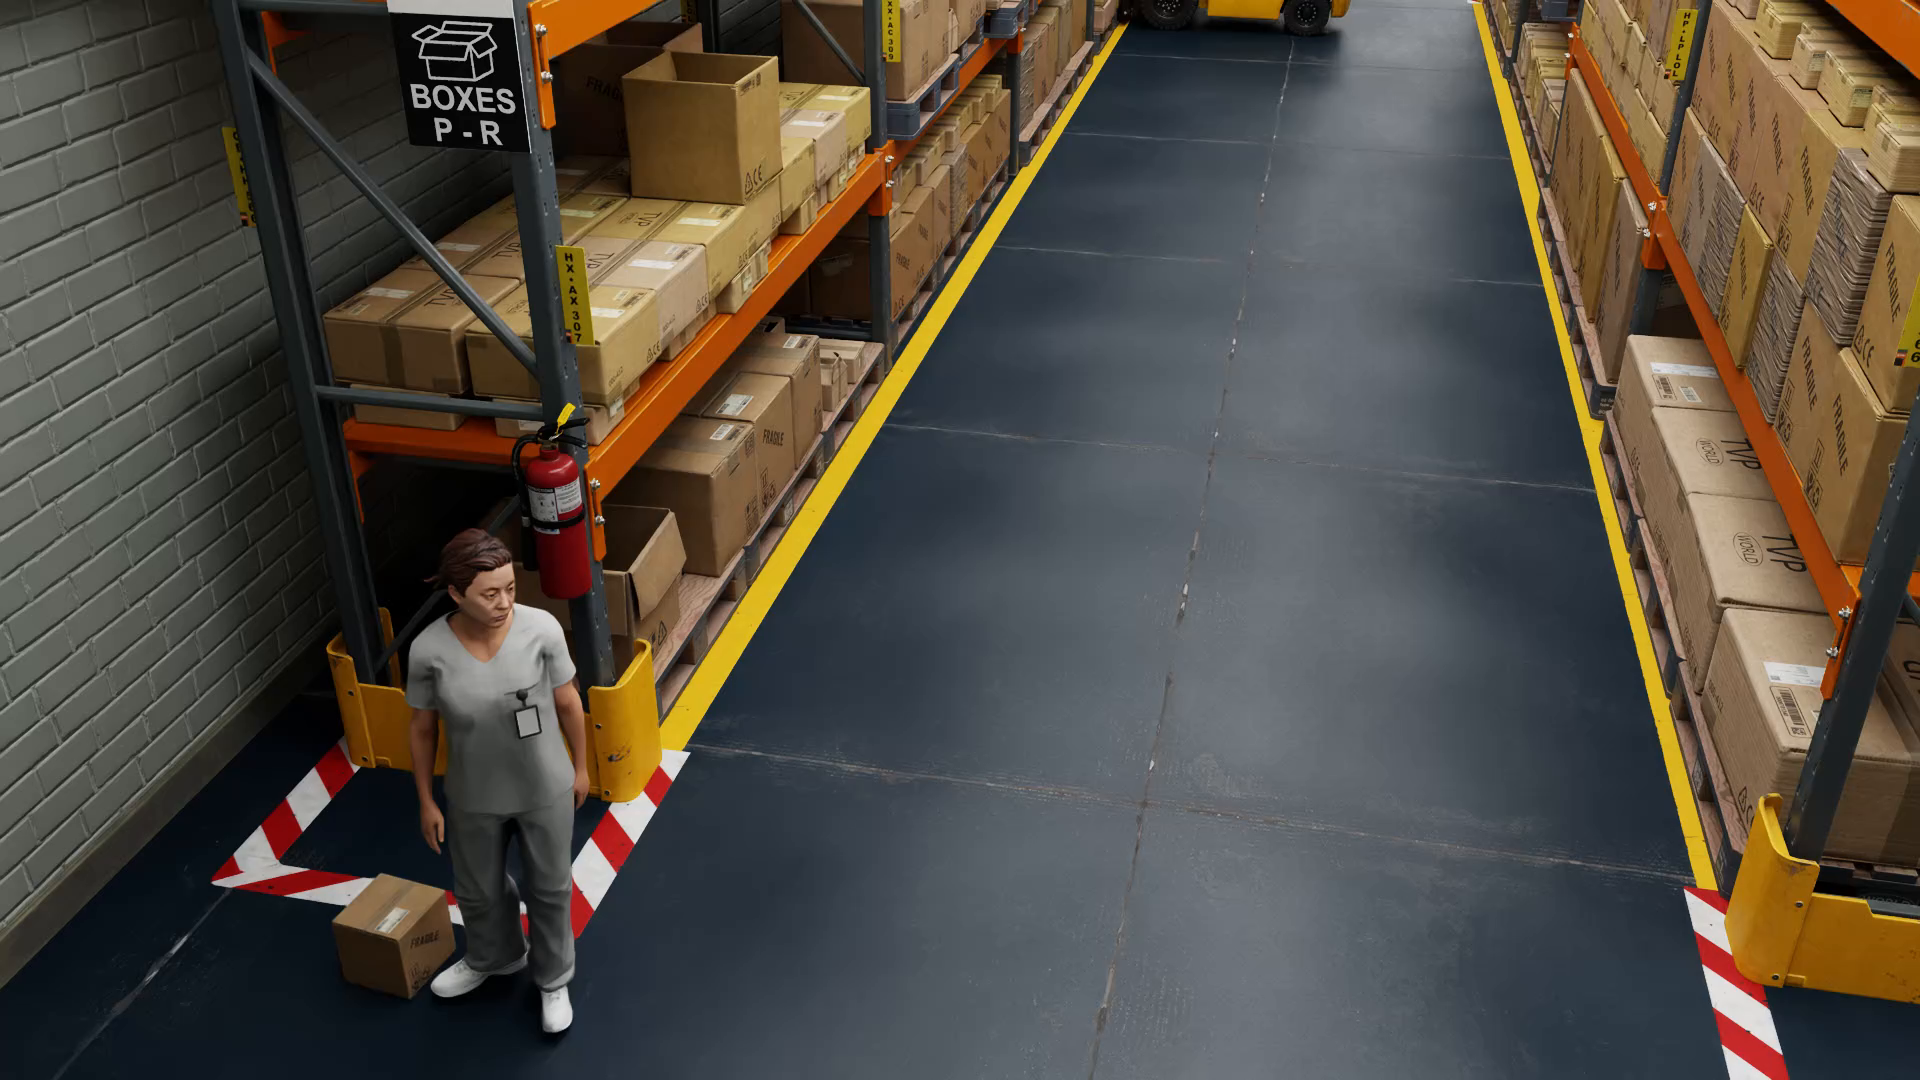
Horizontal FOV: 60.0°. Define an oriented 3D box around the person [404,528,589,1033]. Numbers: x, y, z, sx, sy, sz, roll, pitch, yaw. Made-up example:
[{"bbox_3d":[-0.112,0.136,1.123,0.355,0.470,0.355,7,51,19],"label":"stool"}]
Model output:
[{"bbox_3d":[-1.362,0.706,4.805,0.582,1.673,0.392,-5,29,-9],"label":"person"}]
